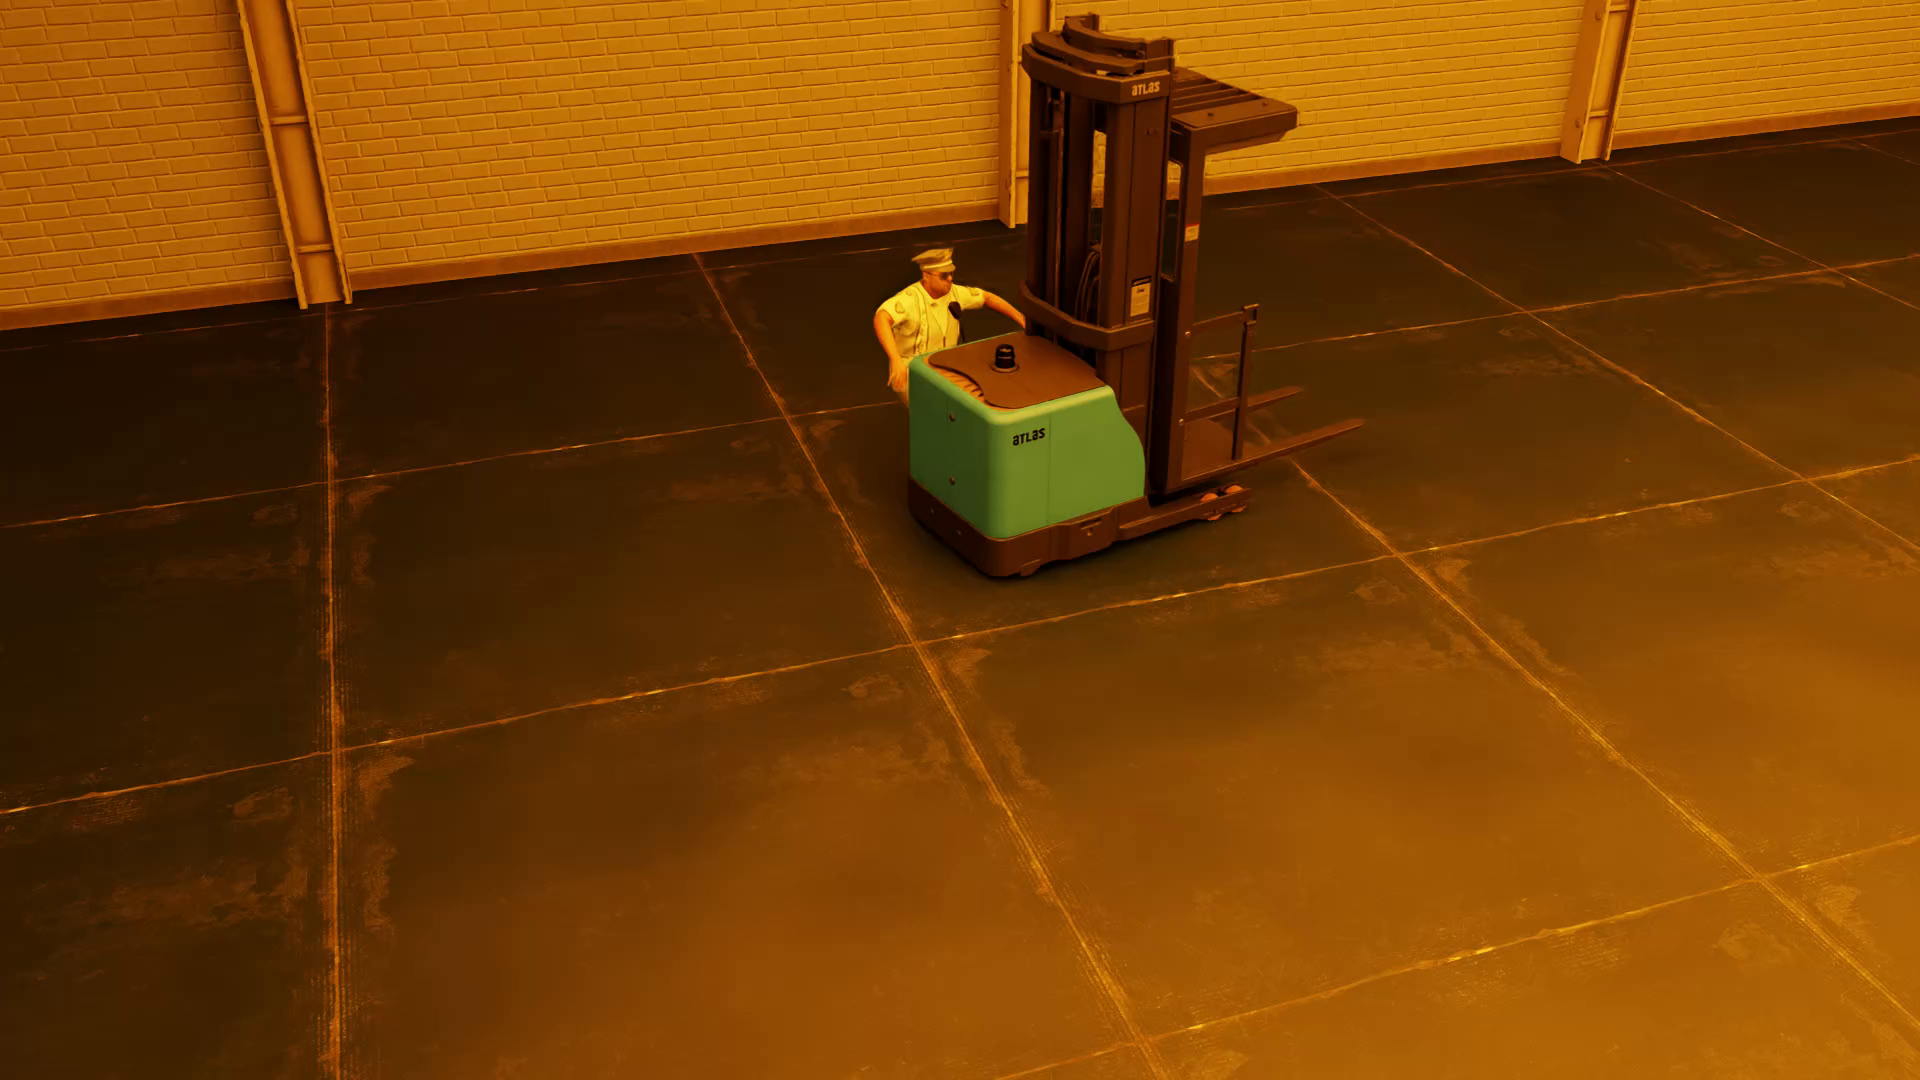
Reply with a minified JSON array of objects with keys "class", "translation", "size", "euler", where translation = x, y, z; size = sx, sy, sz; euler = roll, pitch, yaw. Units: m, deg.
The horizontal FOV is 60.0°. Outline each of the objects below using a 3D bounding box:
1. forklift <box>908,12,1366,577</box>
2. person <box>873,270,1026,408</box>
[{"class":"forklift","translation":[1.207,-1.596,9.861],"size":[3.031,2.935,1.130],"euler":[-17,34,-27]},{"class":"person","translation":[-15960.809,-23635.597,41086.914],"size":[83686.870,2.616,54765.698],"euler":[21,36,32]}]
